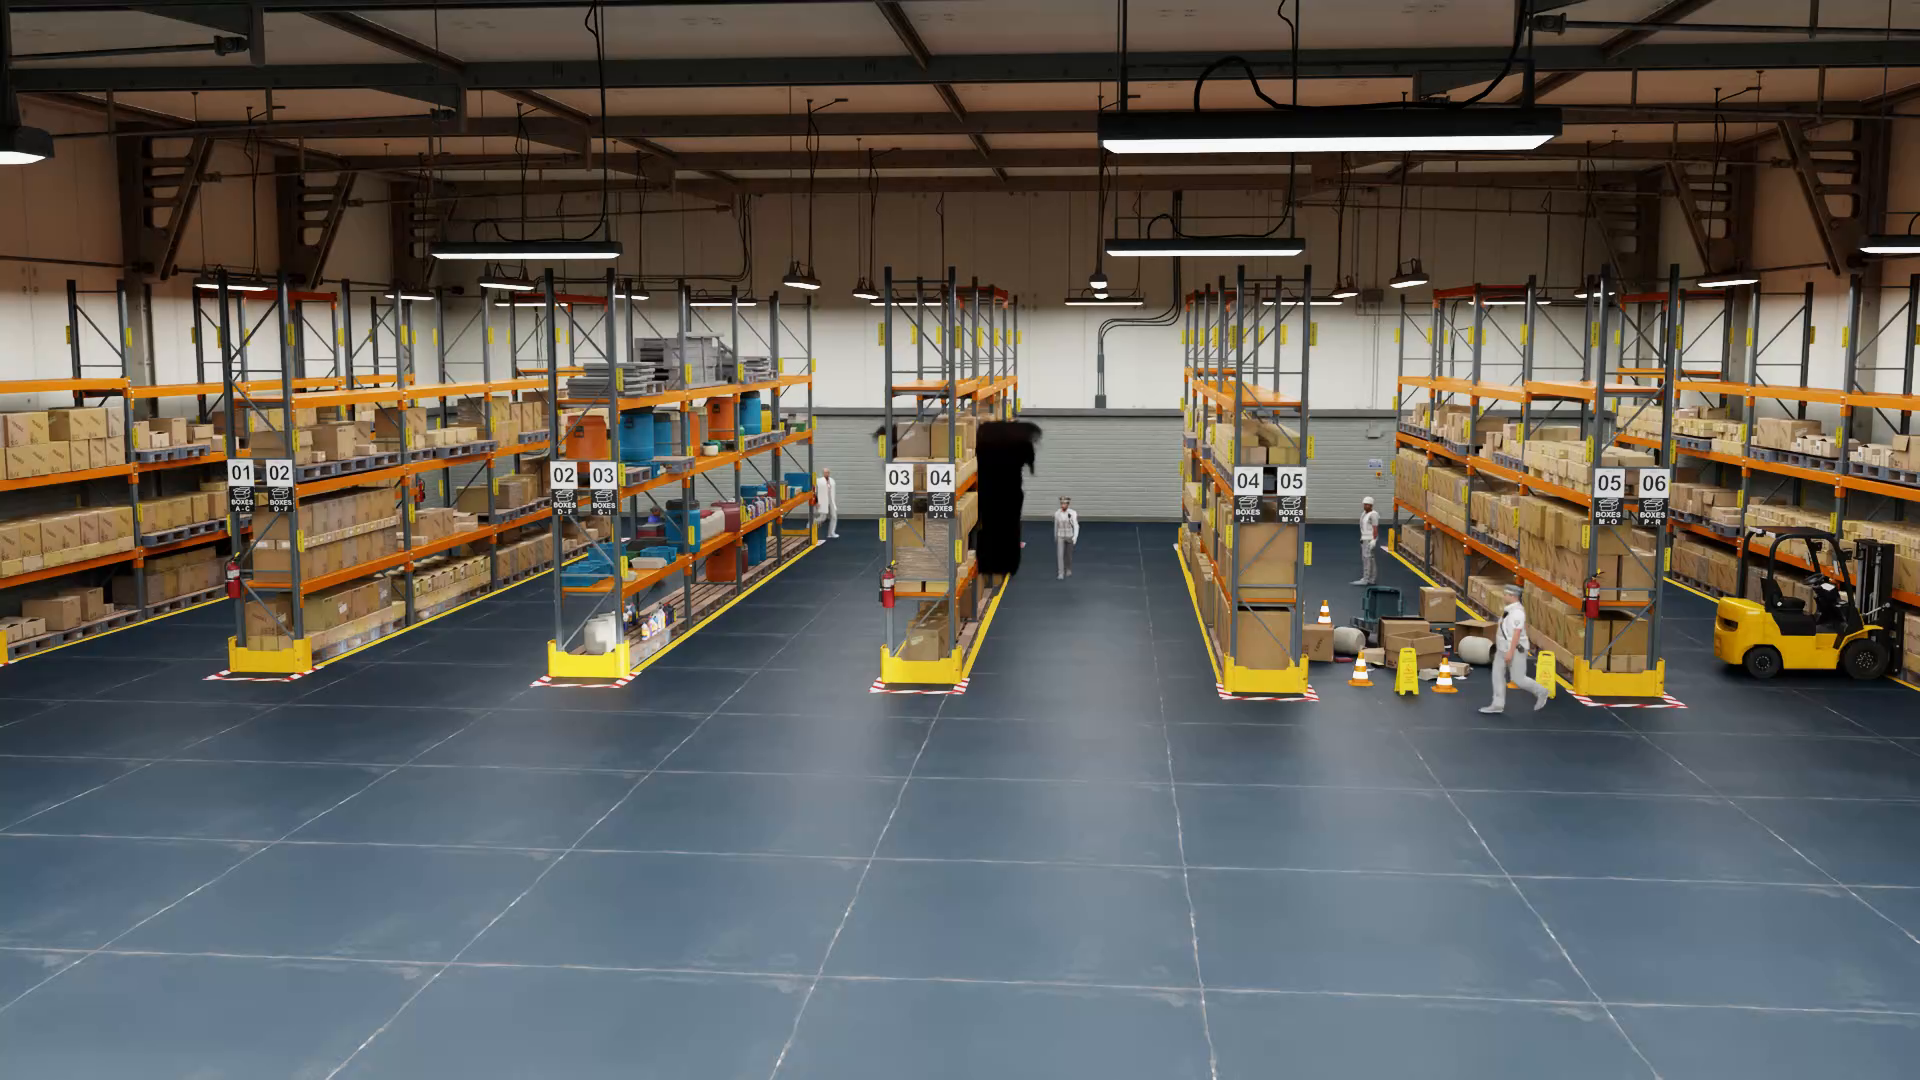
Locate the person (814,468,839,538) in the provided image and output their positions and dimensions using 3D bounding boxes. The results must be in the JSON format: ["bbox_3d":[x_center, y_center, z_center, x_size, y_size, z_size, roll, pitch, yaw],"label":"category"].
[{"bbox_3d":[-3.379,-0.937,41.629,0.850,1.749,0.622,6,9,40],"label":"person"}]

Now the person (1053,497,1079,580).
[{"bbox_3d":[2.080,-0.053,32.603,0.500,1.624,0.968,0,7,4],"label":"person"}]

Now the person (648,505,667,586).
[{"bbox_3d":[-6.110,0.103,33.596,0.387,1.655,0.553,0,7,2],"label":"person"}]

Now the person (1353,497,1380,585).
[{"bbox_3d":[8.287,0.009,33.902,0.492,1.787,0.611,1,7,12],"label":"person"}]

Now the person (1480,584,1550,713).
[{"bbox_3d":[7.420,1.451,22.151,0.863,1.742,0.505,-2,7,-18],"label":"person"}]
